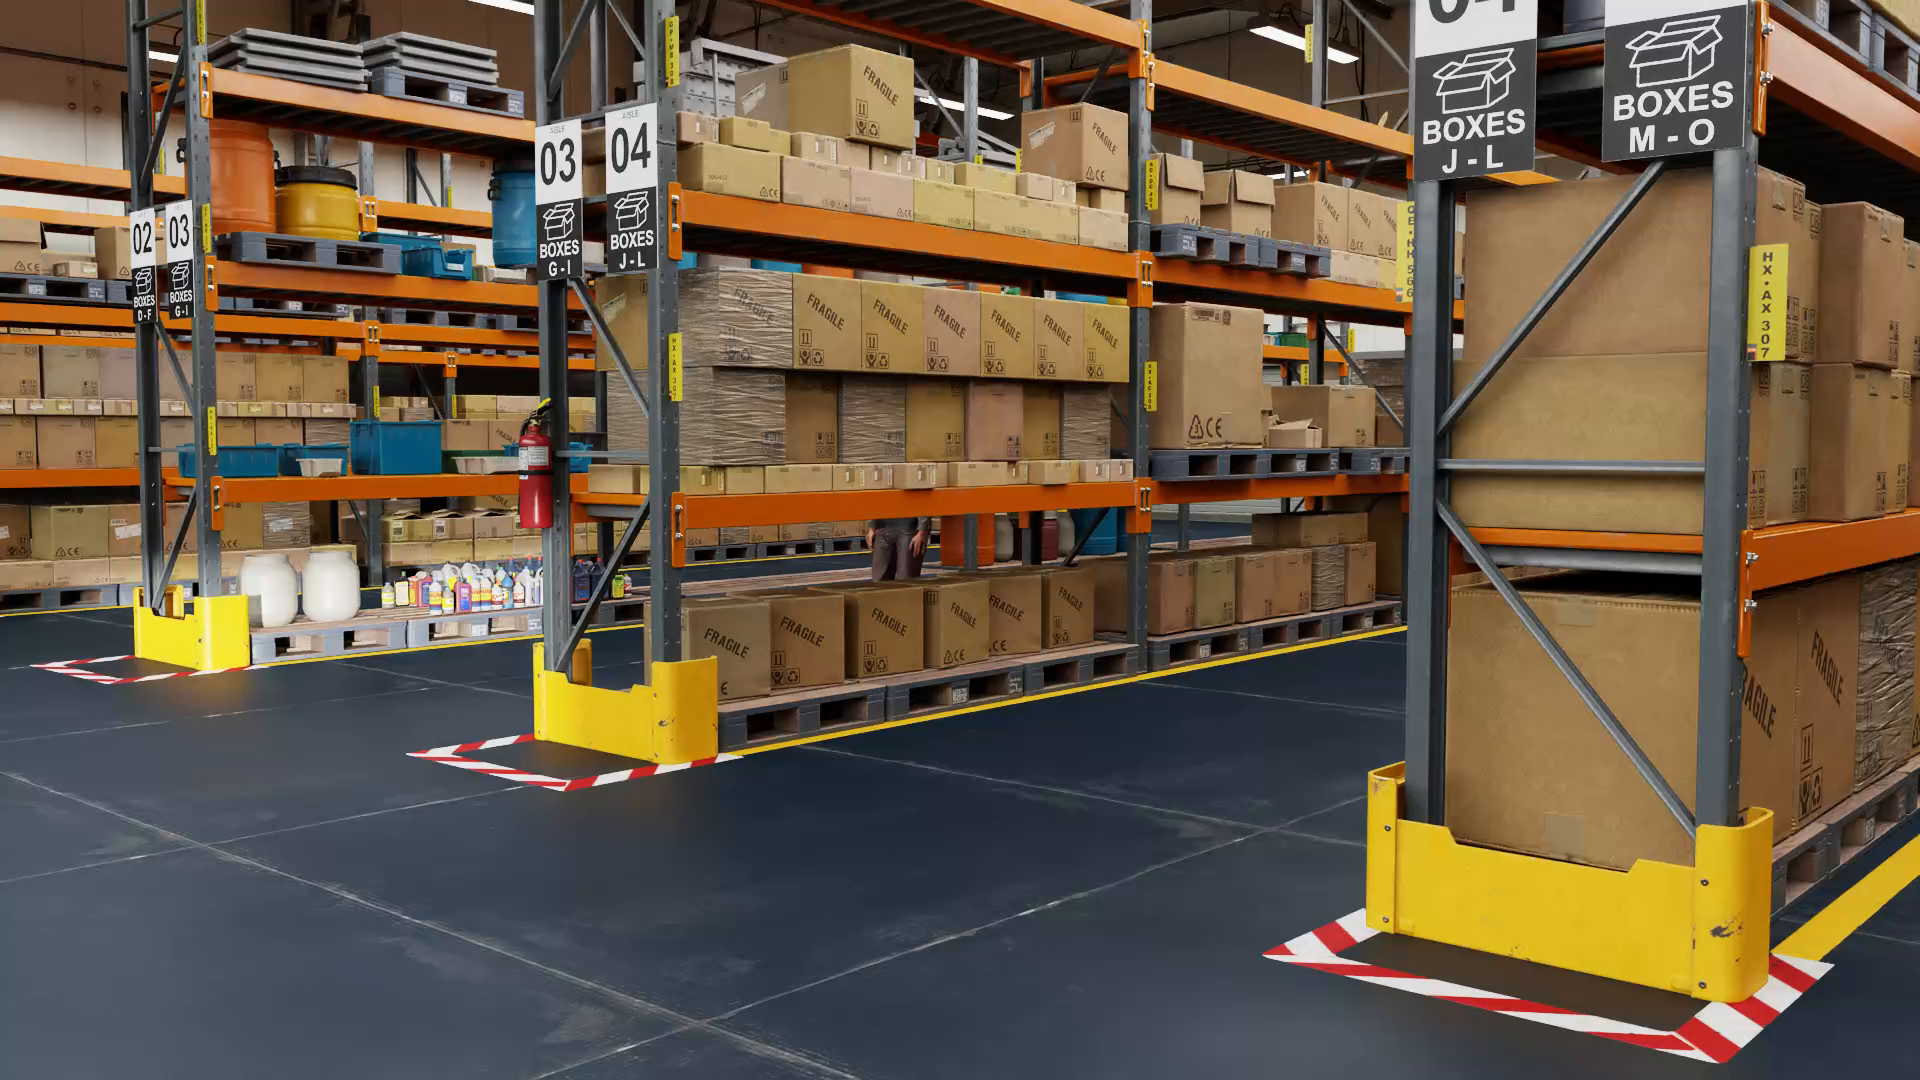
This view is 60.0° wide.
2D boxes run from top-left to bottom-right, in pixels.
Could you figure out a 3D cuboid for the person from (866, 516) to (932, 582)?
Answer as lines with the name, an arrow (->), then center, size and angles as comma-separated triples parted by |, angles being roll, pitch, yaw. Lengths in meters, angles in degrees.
person -> -0.441, -0.025, 12.329 | 0.578, 1.720, 0.419 | 3, 5, 40
